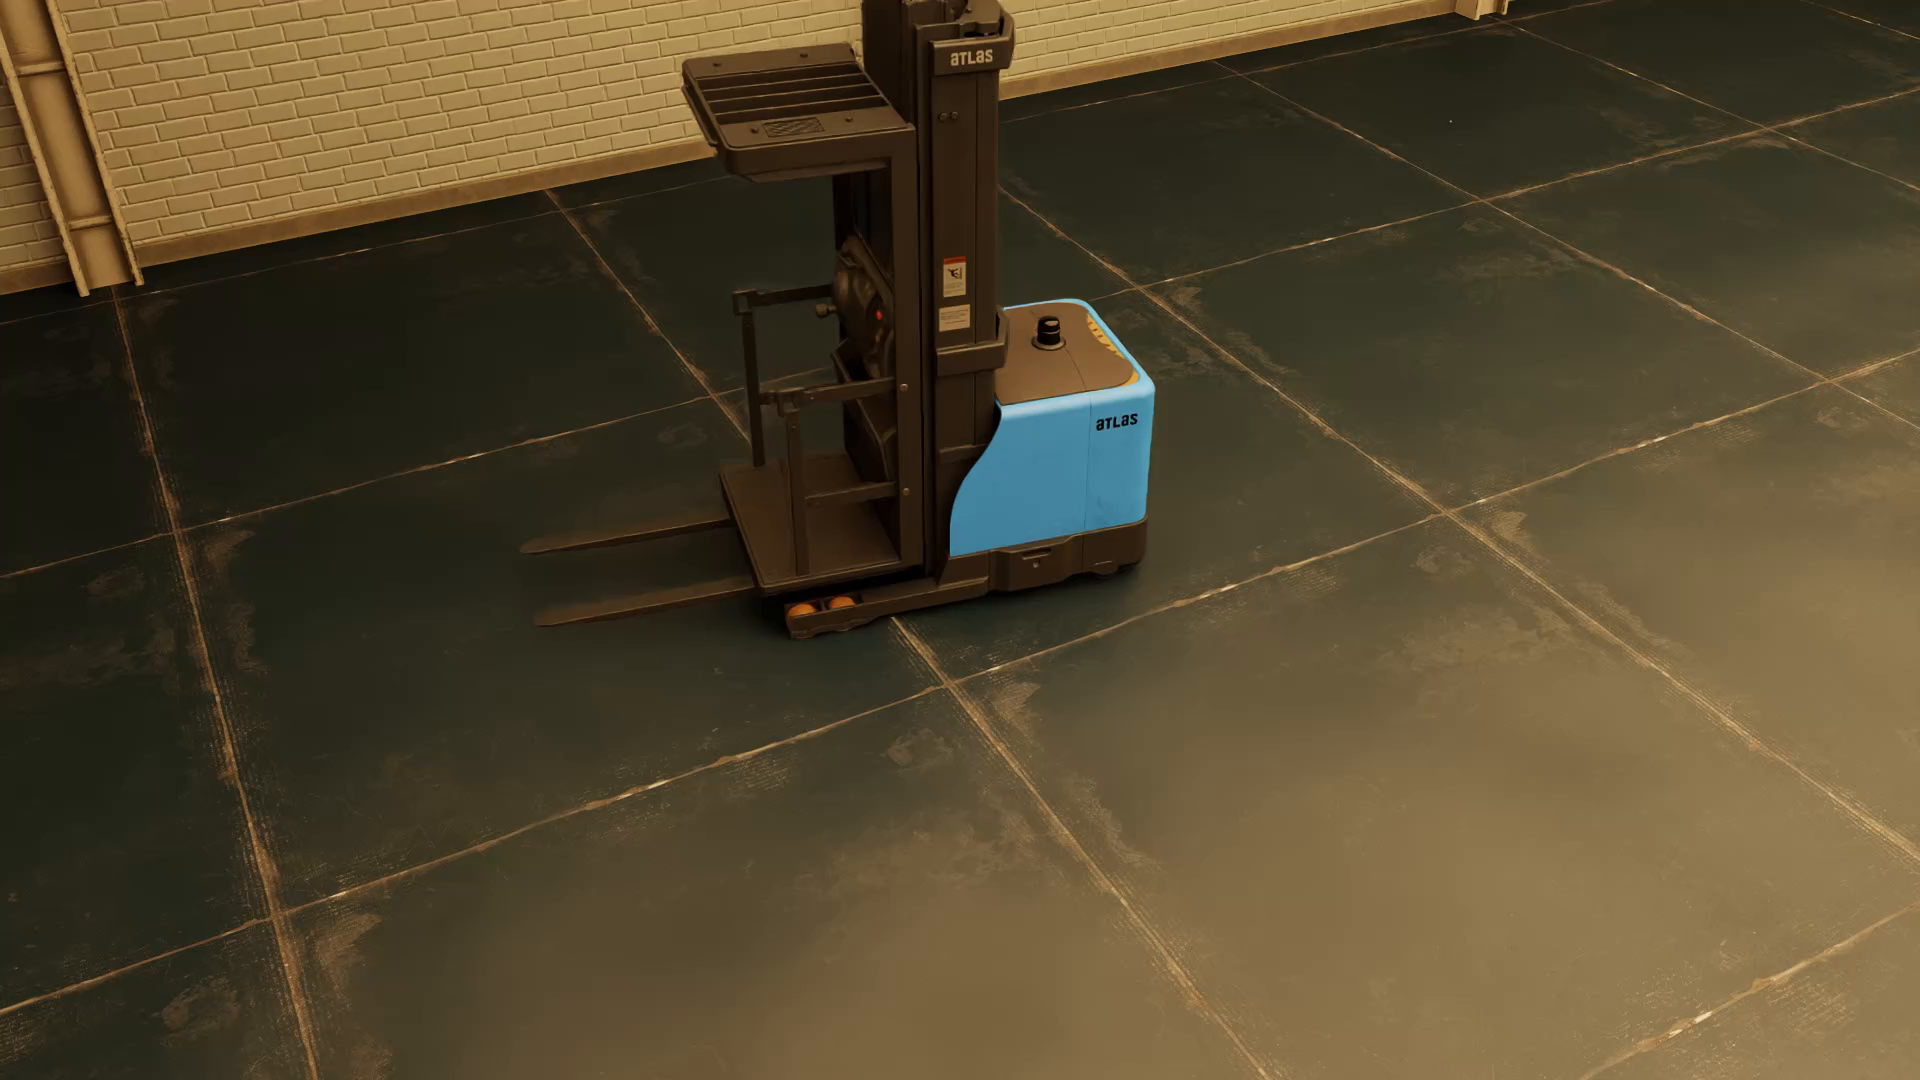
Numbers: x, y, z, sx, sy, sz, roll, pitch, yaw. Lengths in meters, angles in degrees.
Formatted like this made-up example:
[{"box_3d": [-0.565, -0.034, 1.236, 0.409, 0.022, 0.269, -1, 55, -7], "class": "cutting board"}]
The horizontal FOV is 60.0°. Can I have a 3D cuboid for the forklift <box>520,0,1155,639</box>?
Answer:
[{"box_3d": [-0.635, -1.064, 7.628, 3.031, 2.935, 1.130, -10, 37, -14], "class": "forklift"}]
